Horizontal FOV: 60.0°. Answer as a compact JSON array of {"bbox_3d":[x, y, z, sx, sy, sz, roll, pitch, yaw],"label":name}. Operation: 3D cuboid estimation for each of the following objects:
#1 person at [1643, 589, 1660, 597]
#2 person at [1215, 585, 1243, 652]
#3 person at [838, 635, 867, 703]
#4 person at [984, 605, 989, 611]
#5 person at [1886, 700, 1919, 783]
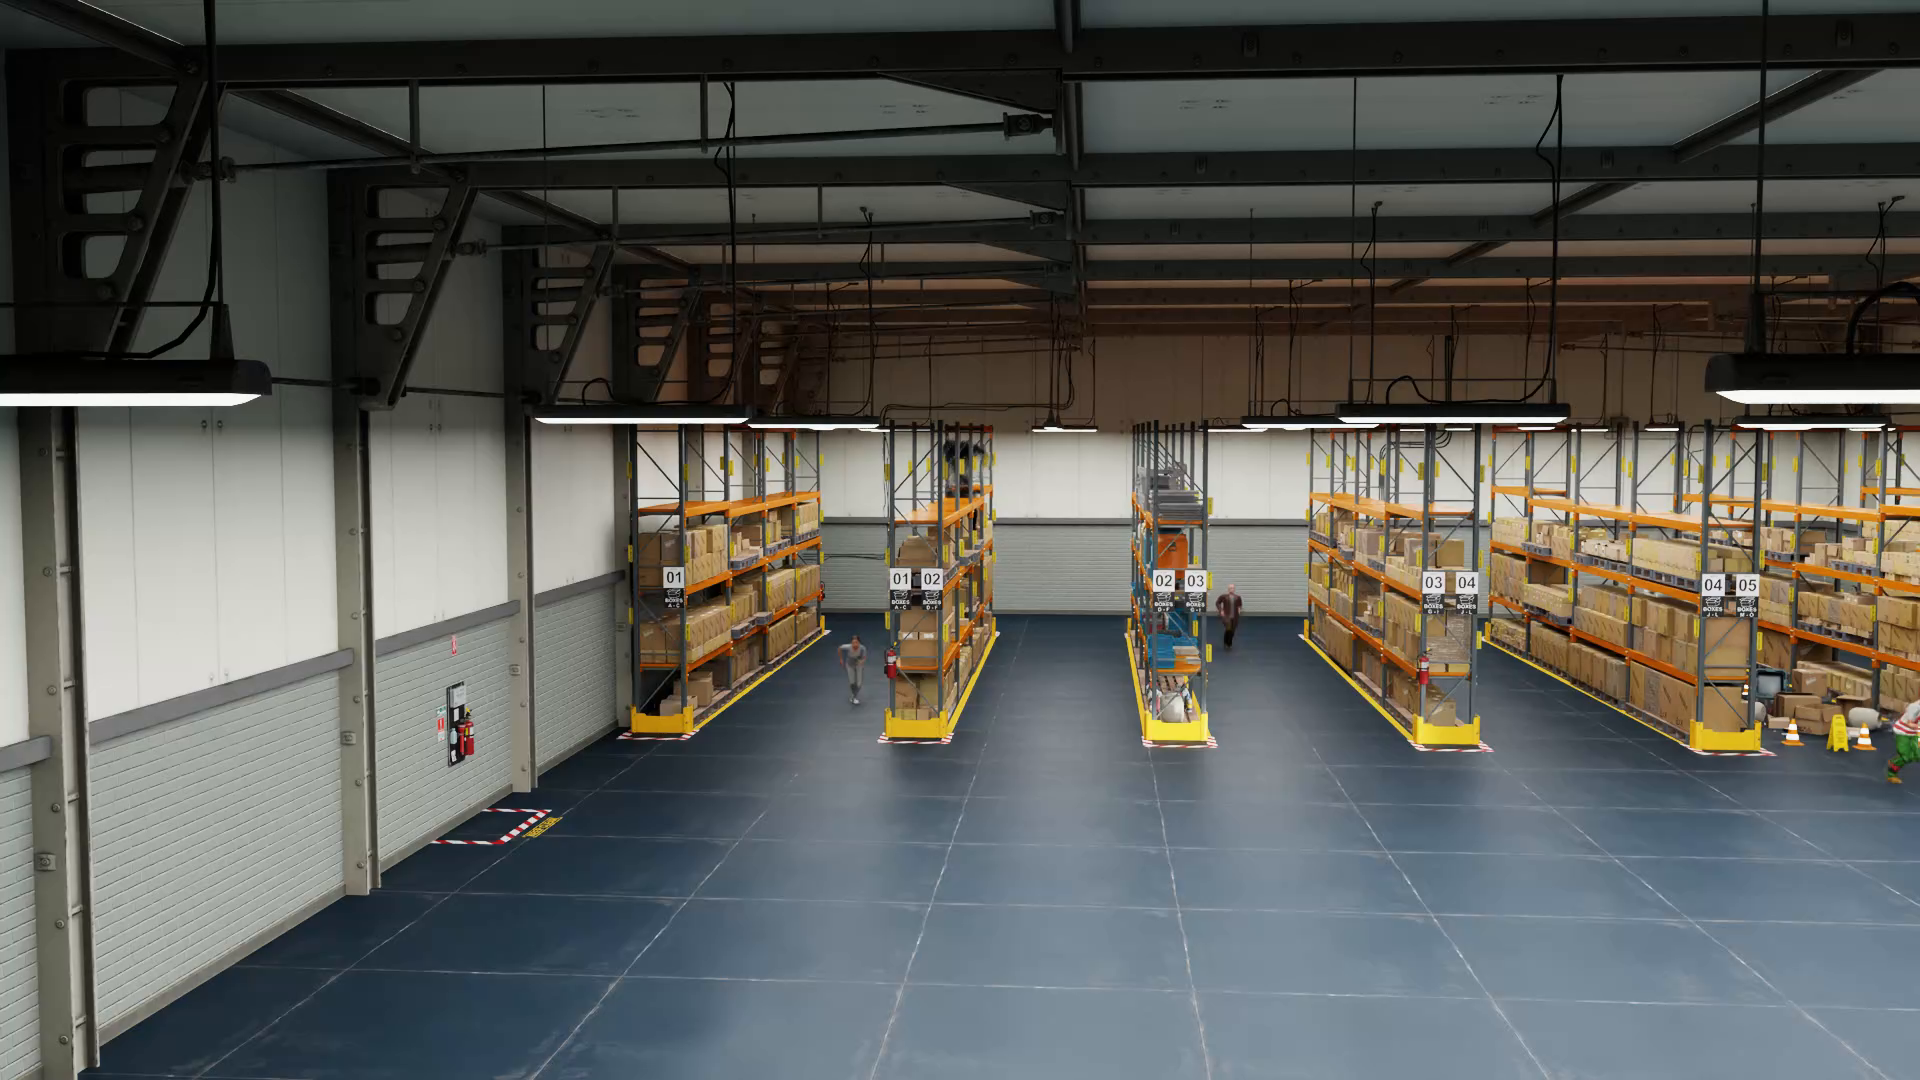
[{"bbox_3d":[19.582,1.847,47.337,0.918,1.763,0.730,1,4,16],"label":"person"},{"bbox_3d":[7.147,2.069,43.926,0.678,1.784,0.754,-1,4,-9],"label":"person"},{"bbox_3d":[-2.280,2.744,35.259,0.590,1.503,0.814,-1,4,-8],"label":"person"},{"bbox_3d":[0.569,1.793,48.604,0.656,1.827,0.722,1,4,13],"label":"person"},{"bbox_3d":[15.610,3.202,27.176,0.696,1.601,0.828,-3,4,-35],"label":"person"}]
